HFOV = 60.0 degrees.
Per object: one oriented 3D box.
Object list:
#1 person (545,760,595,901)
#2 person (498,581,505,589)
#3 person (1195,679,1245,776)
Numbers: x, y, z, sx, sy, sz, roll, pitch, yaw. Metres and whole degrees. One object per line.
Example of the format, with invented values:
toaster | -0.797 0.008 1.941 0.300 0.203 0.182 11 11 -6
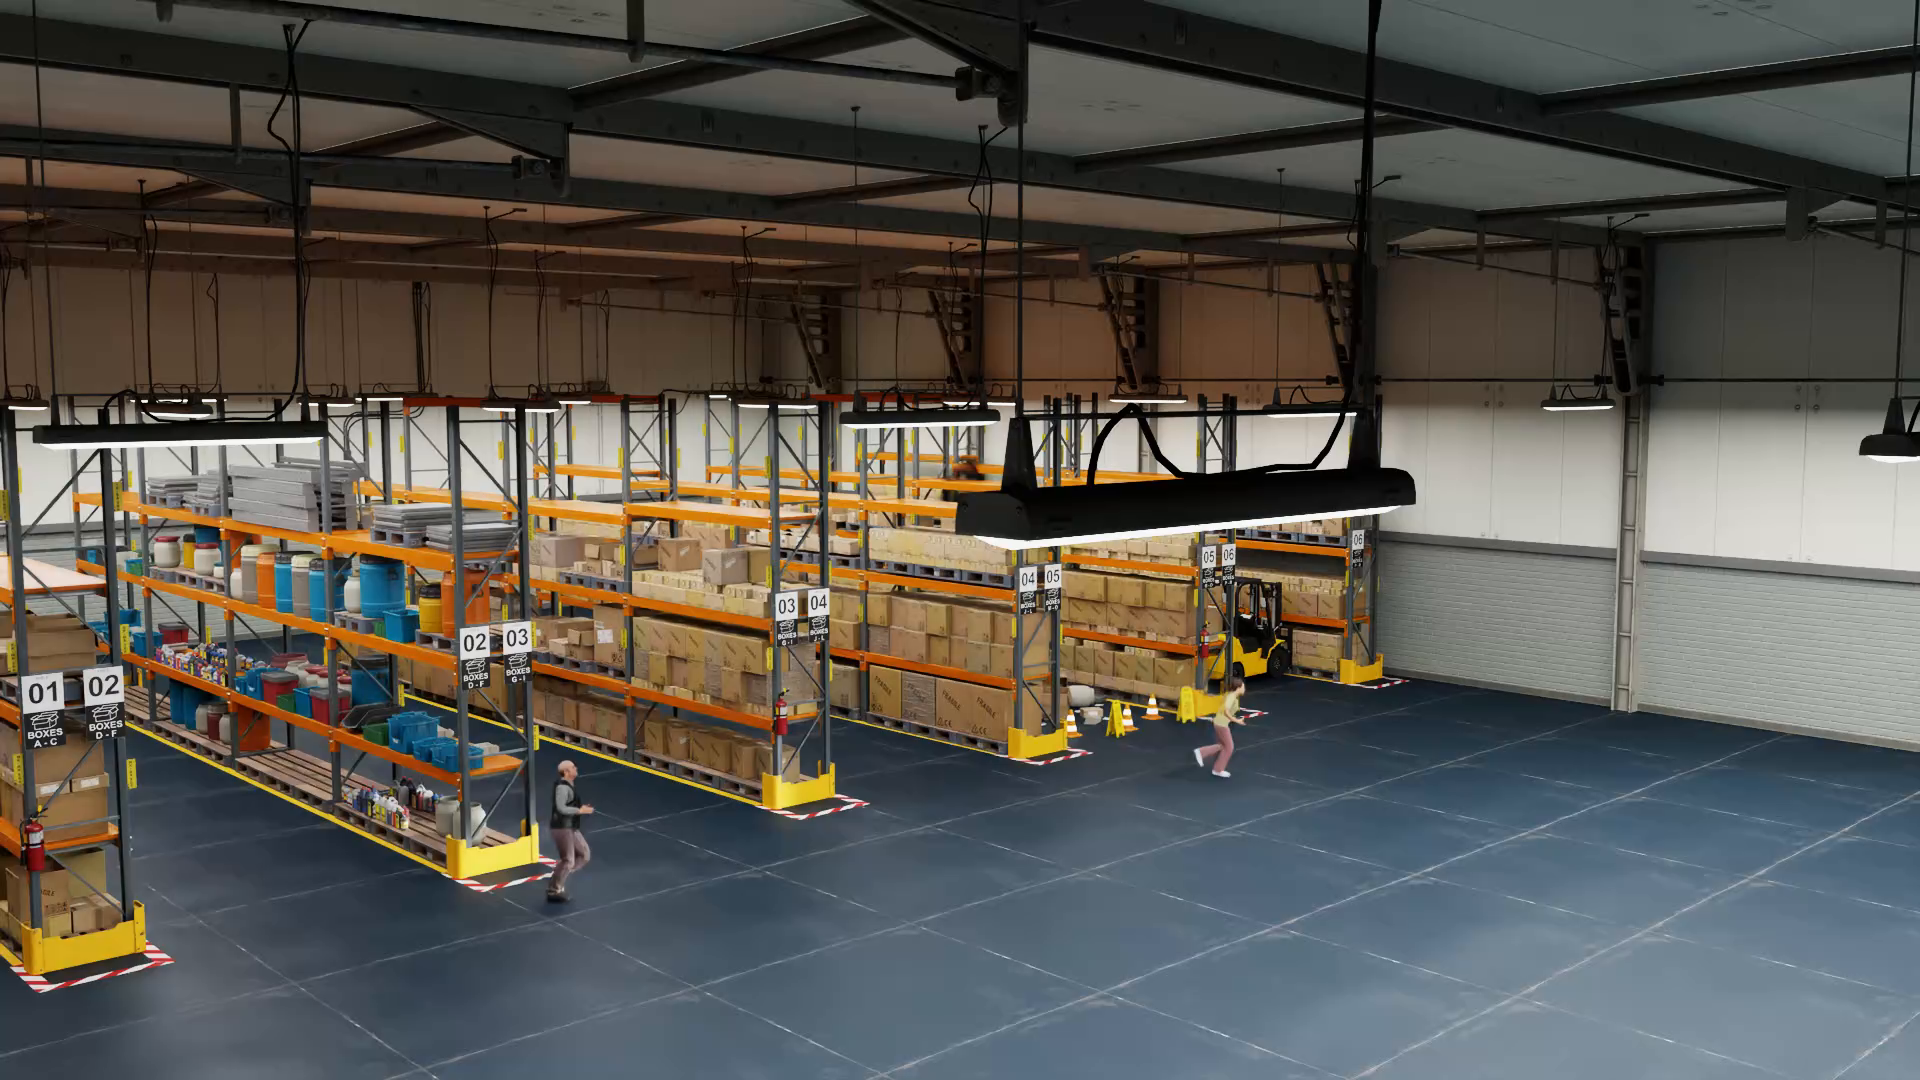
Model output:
person | -4.756 3.526 20.344 0.613 1.675 0.672 -1 6 -5
person | -10.904 1.745 39.419 0.653 1.570 0.666 1 6 9
person | 4.166 2.990 26.643 0.792 1.570 0.582 1 6 9
